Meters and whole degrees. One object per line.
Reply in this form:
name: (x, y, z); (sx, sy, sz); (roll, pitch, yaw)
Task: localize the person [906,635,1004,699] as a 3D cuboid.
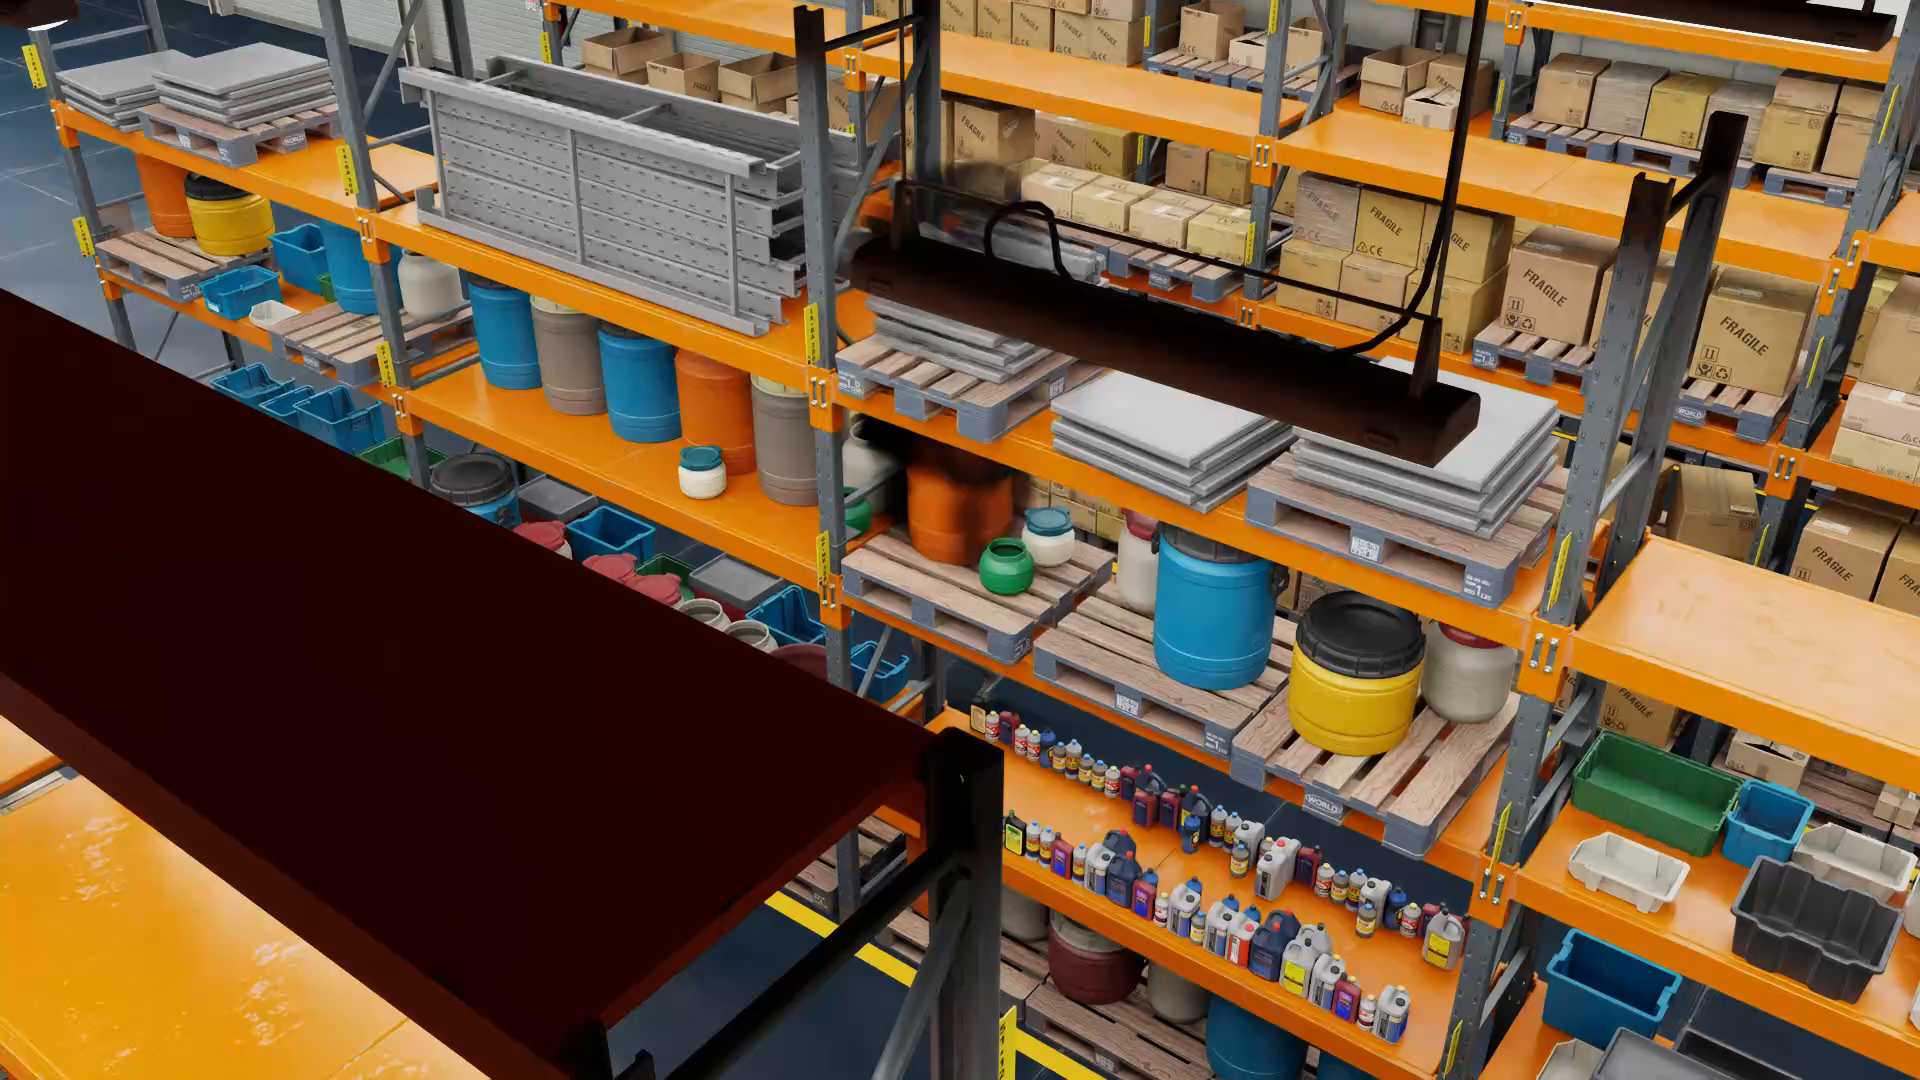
person: (-0.045, 0.500, 12.814); (0.837, 1.739, 0.659); (12, 33, 19)
